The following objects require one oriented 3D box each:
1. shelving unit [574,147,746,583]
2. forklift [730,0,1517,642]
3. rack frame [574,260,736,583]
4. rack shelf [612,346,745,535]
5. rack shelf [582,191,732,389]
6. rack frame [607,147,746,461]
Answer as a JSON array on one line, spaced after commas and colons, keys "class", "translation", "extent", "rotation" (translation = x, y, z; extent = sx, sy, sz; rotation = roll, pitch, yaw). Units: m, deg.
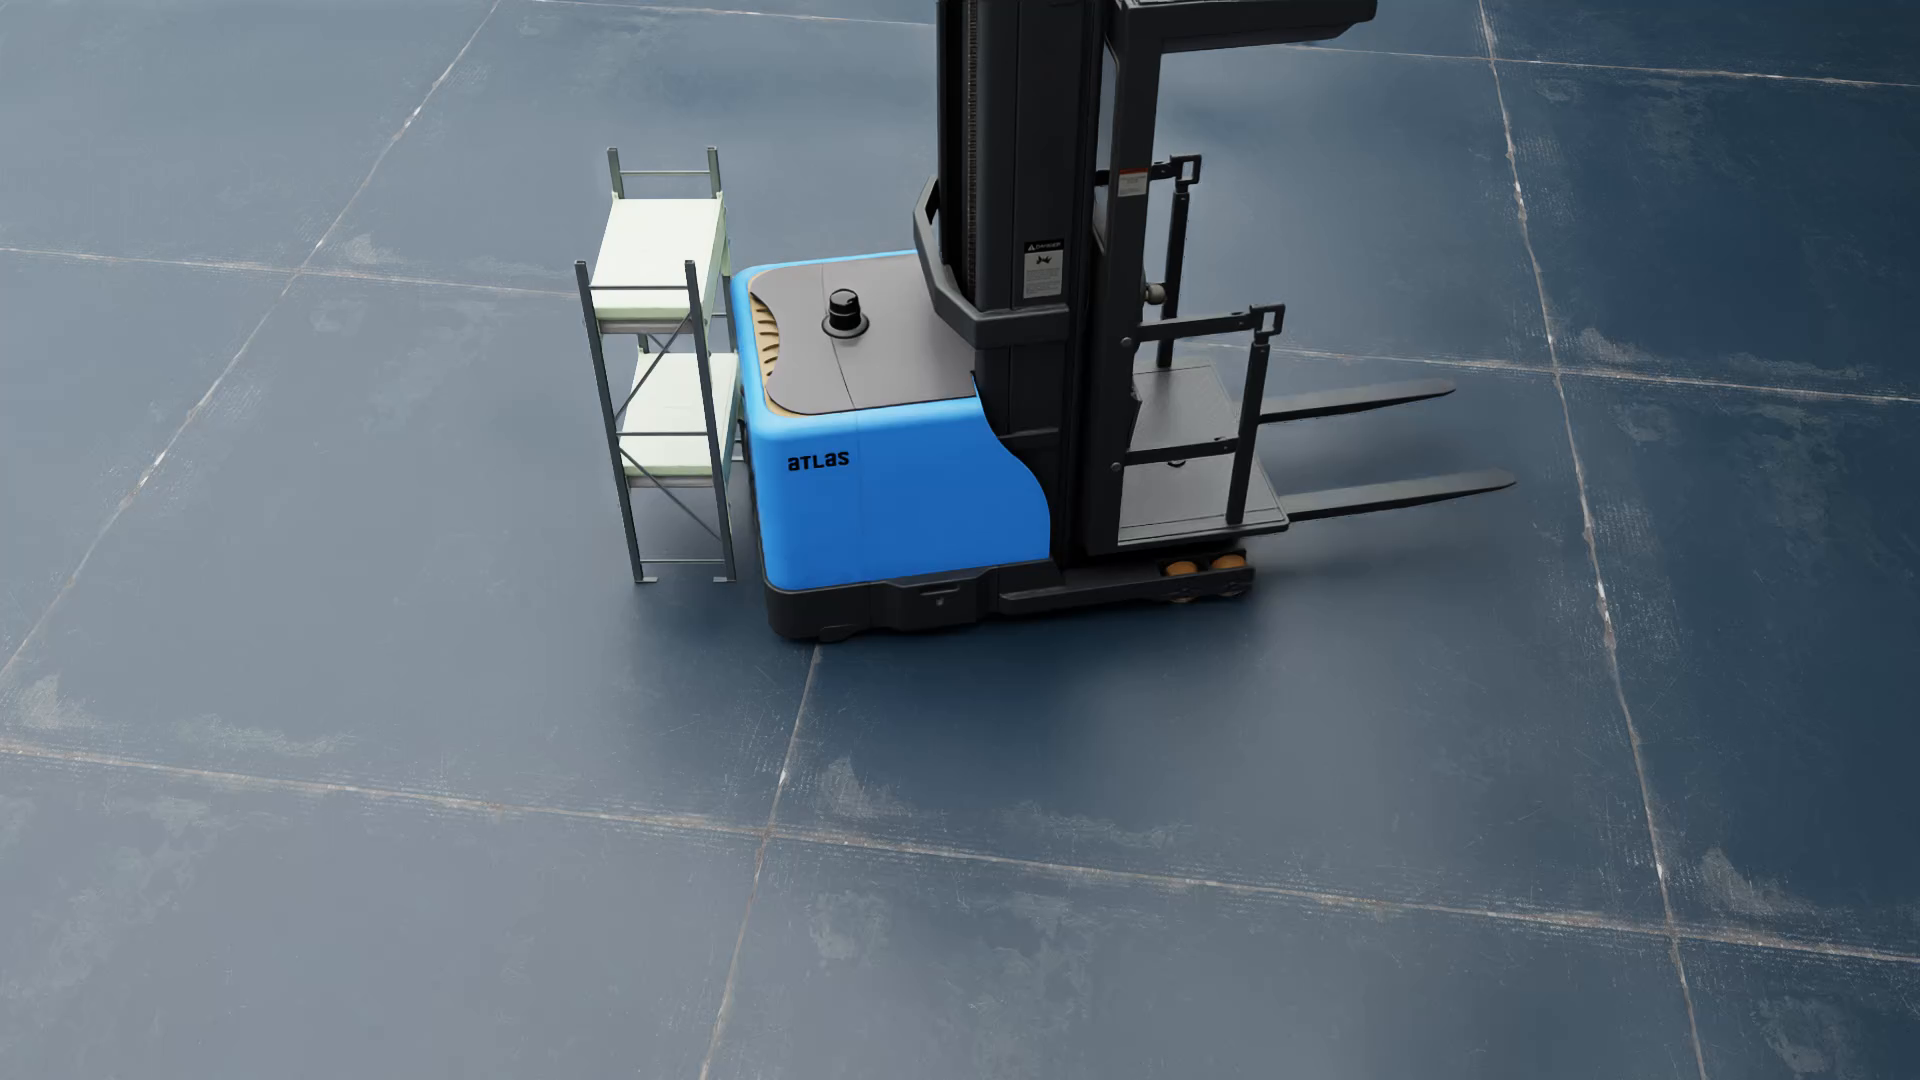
[{"class": "shelving unit", "translation": [-1.088, -0.636, 6.331], "extent": [0.431, 1.500, 0.755], "rotation": [0, 43, 0]}, {"class": "forklift", "translation": [0.687, -1.173, 5.857], "extent": [3.031, 2.935, 1.130], "rotation": [-7, 44, -8]}, {"class": "rack frame", "translation": [-1.086, -0.384, 6.065], "extent": [0.400, 1.500, 0.023], "rotation": [0, 43, 0]}, {"class": "rack shelf", "translation": [-1.088, -0.399, 6.555], "extent": [0.431, 0.370, 0.720], "rotation": [0, 43, 0]}, {"class": "rack shelf", "translation": [-1.088, -0.919, 6.062], "extent": [0.431, 0.370, 0.720], "rotation": [0, 43, 0]}, {"class": "rack frame", "translation": [-1.090, -0.887, 6.596], "extent": [0.400, 1.500, 0.023], "rotation": [0, 43, 0]}]
